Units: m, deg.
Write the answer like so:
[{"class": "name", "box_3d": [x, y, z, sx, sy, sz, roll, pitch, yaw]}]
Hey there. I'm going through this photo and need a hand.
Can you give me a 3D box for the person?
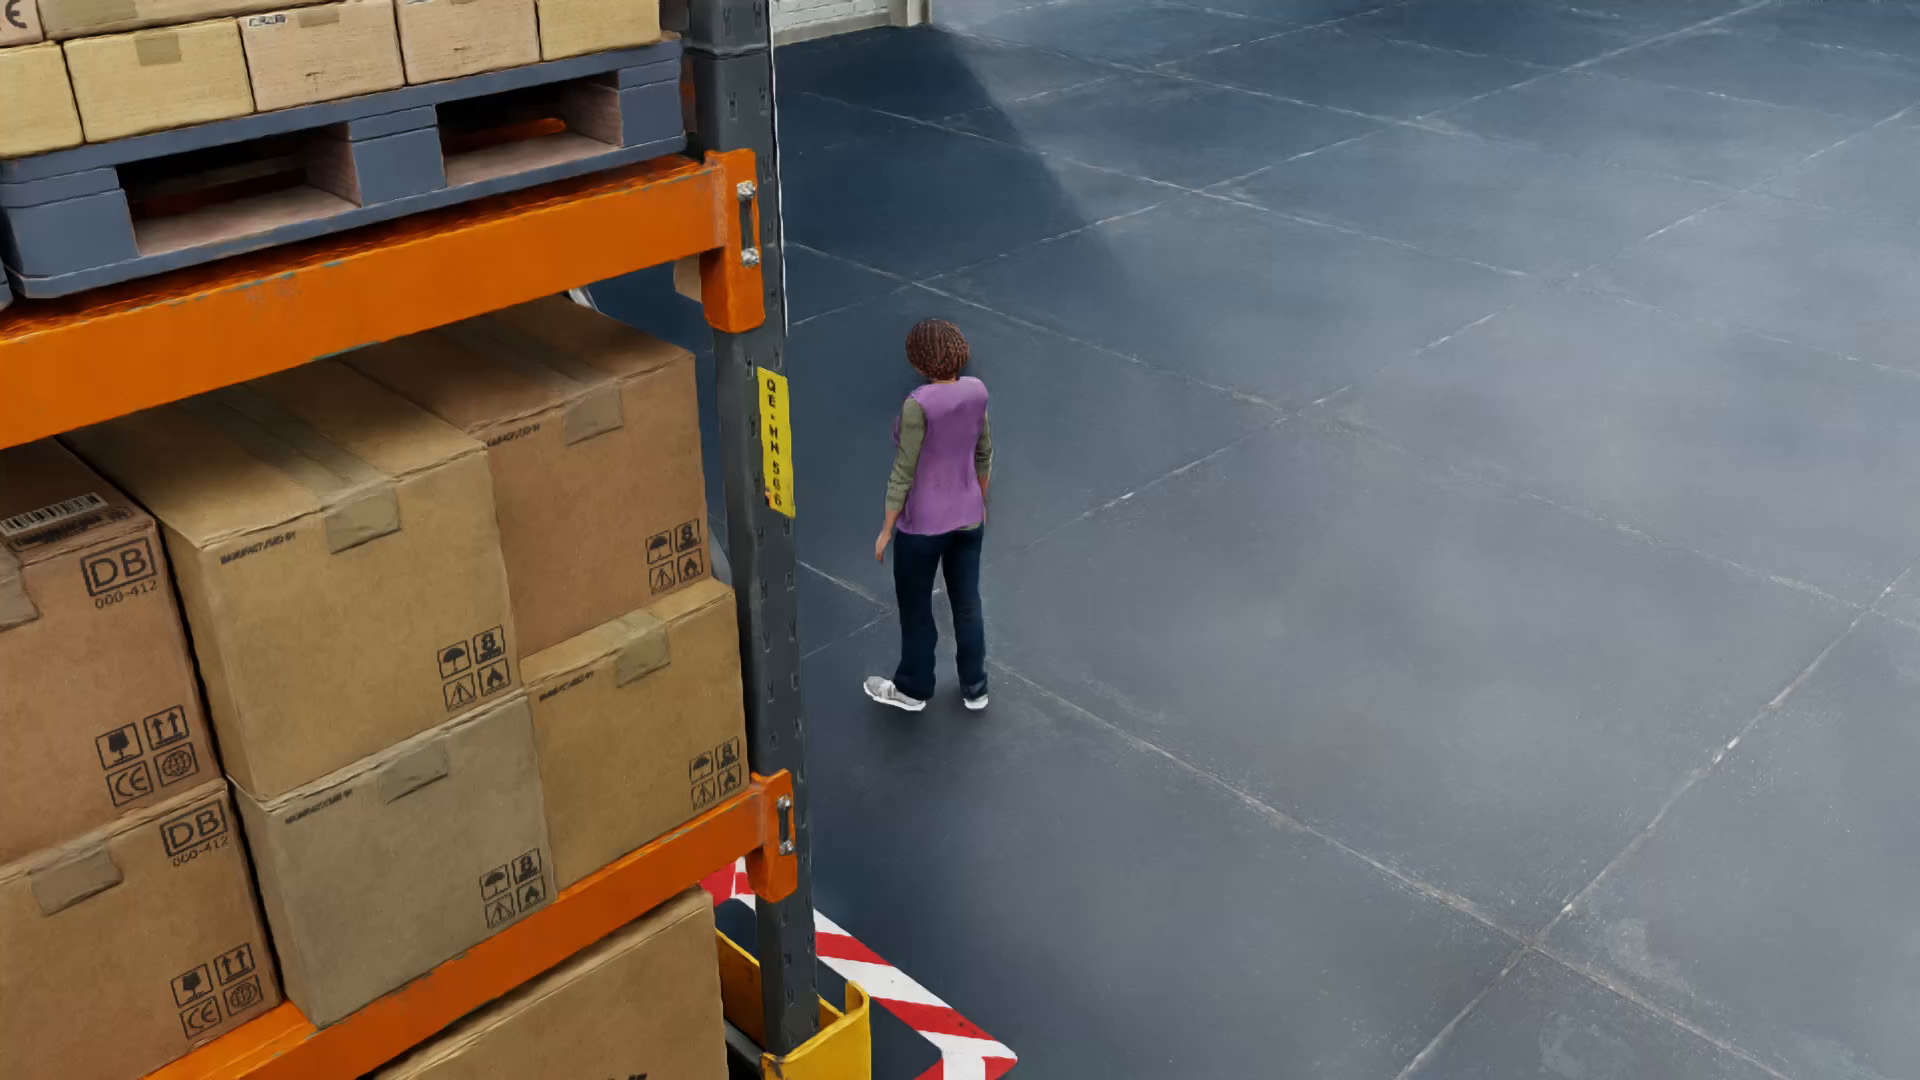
[{"class": "person", "box_3d": [-0.102, -0.072, 6.221, 0.506, 1.600, 0.414, -21, 35, -34]}]
